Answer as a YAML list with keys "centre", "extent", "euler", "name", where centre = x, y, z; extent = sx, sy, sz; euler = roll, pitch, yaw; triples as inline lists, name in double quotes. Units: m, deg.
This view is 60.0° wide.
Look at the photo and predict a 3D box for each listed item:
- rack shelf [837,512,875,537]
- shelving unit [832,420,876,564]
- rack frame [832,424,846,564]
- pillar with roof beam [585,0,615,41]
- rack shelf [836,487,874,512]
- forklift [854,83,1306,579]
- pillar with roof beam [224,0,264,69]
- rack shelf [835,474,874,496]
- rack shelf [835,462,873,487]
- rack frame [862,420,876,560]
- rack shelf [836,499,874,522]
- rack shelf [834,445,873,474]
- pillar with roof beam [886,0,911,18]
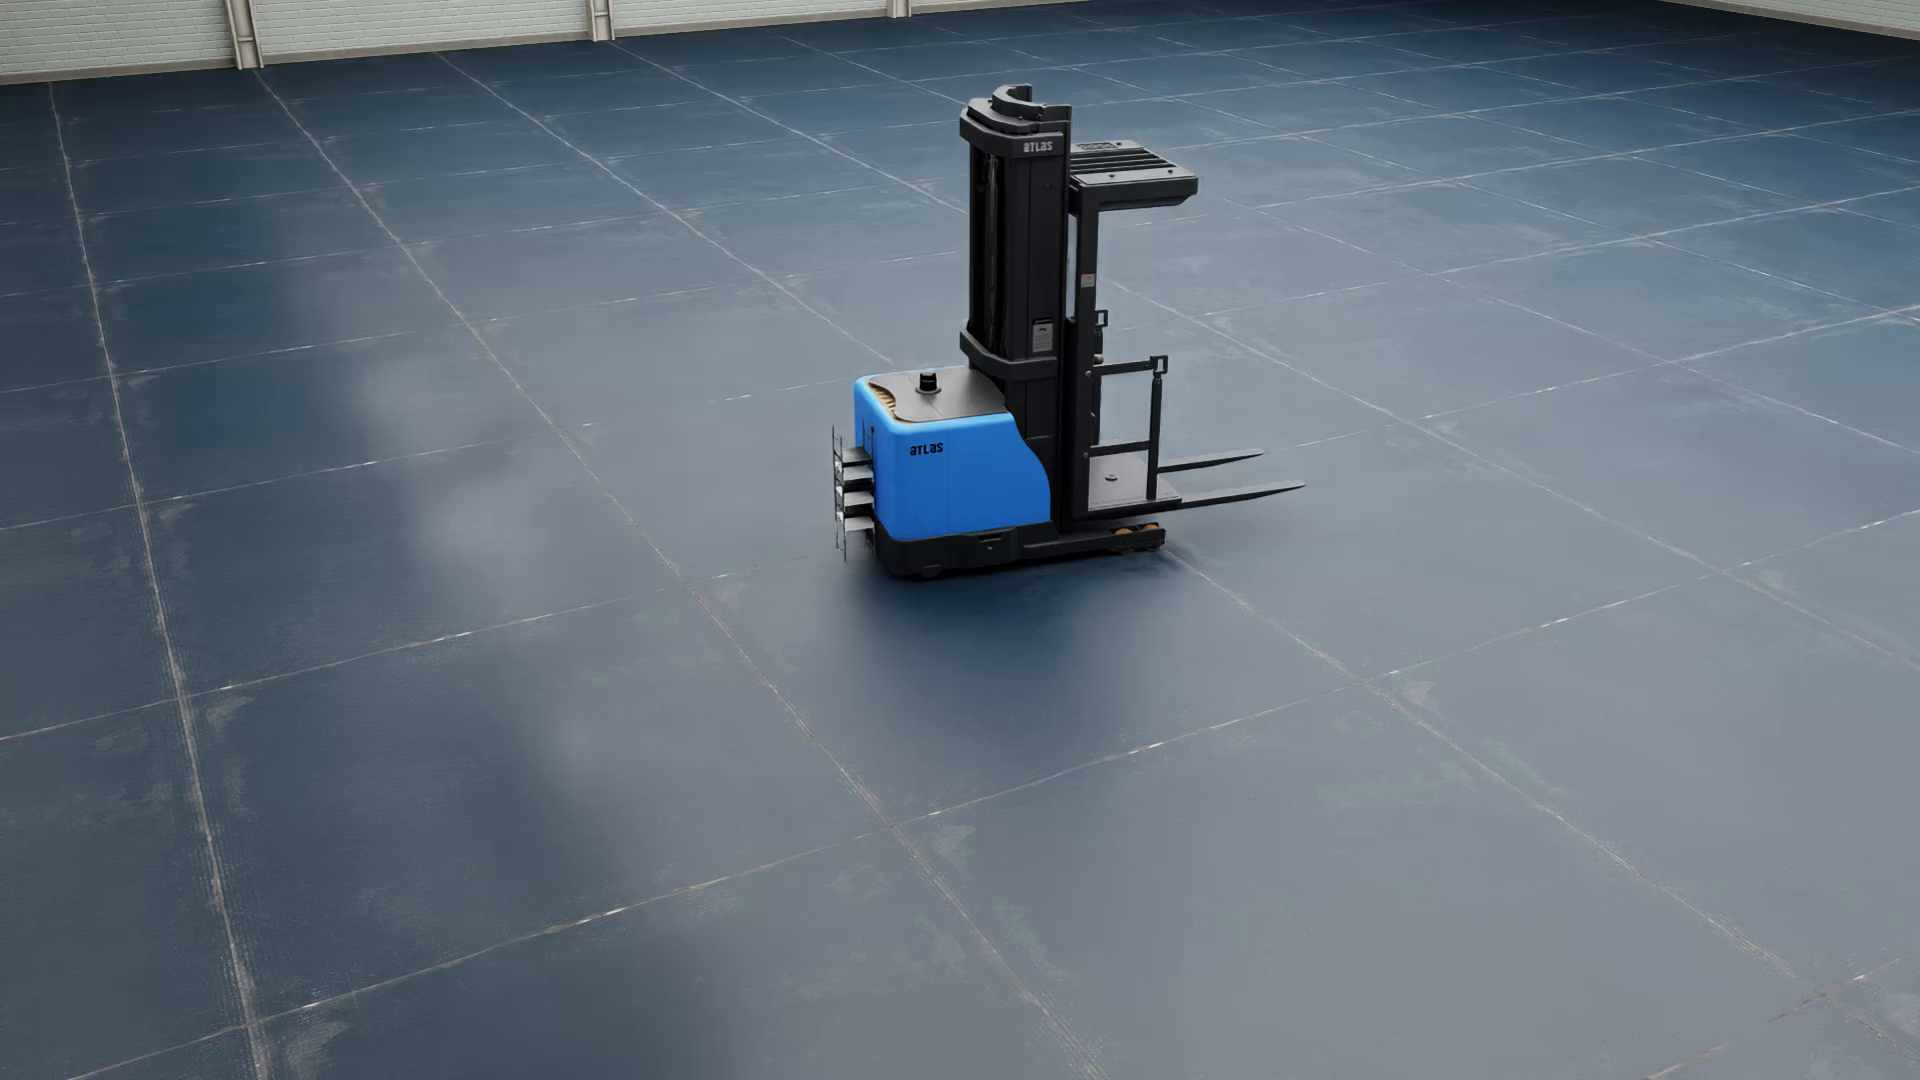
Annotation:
- centre: [-0.691, -0.117, 10.947]
  extent: [0.200, 0.077, 0.258]
  euler: [-8, 27, -16]
  name: "rack shelf"
- centre: [-0.691, -0.310, 10.855]
  extent: [0.210, 0.900, 0.258]
  euler: [-8, 27, -16]
  name: "shelving unit"
- centre: [-0.788, -0.296, 10.827]
  extent: [0.006, 0.900, 0.240]
  euler: [-8, 27, -16]
  name: "rack frame"
- centre: [-4.470, -11.492, 24.789]
  extent: [0.400, 9.000, 9.100]
  euler: [-13, 29, -25]
  name: "pillar with roof beam"
- centre: [-0.691, -0.279, 10.869]
  extent: [0.200, 0.077, 0.258]
  euler: [-8, 27, -16]
  name: "rack shelf"
- centre: [0.857, -1.437, 10.856]
  extent: [3.031, 2.935, 1.130]
  euler: [-8, 27, -16]
  name: "forklift"
- centre: [-9.764, -10.270, 22.244]
  extent: [0.400, 9.000, 9.100]
  euler: [-13, 29, -25]
  name: "pillar with roof beam"
- centre: [-0.691, -0.361, 10.830]
  extent: [0.200, 0.077, 0.258]
  euler: [-8, 27, -16]
  name: "rack shelf"
- centre: [-0.691, -0.442, 10.792]
  extent: [0.200, 0.077, 0.258]
  euler: [-8, 27, -16]
  name: "rack shelf"
- centre: [-0.595, -0.323, 10.883]
  extent: [0.006, 0.900, 0.240]
  euler: [-8, 27, -16]
  name: "rack frame"
- centre: [-0.691, -0.198, 10.908]
  extent: [0.200, 0.077, 0.258]
  euler: [-8, 27, -16]
  name: "rack shelf"
- centre: [-0.691, -0.523, 10.753]
  extent: [0.200, 0.077, 0.258]
  euler: [-8, 27, -16]
  name: "rack shelf"
- centre: [0.824, -12.714, 27.334]
  extent: [0.400, 9.000, 9.100]
  euler: [-13, 29, -25]
  name: "pillar with roof beam"
